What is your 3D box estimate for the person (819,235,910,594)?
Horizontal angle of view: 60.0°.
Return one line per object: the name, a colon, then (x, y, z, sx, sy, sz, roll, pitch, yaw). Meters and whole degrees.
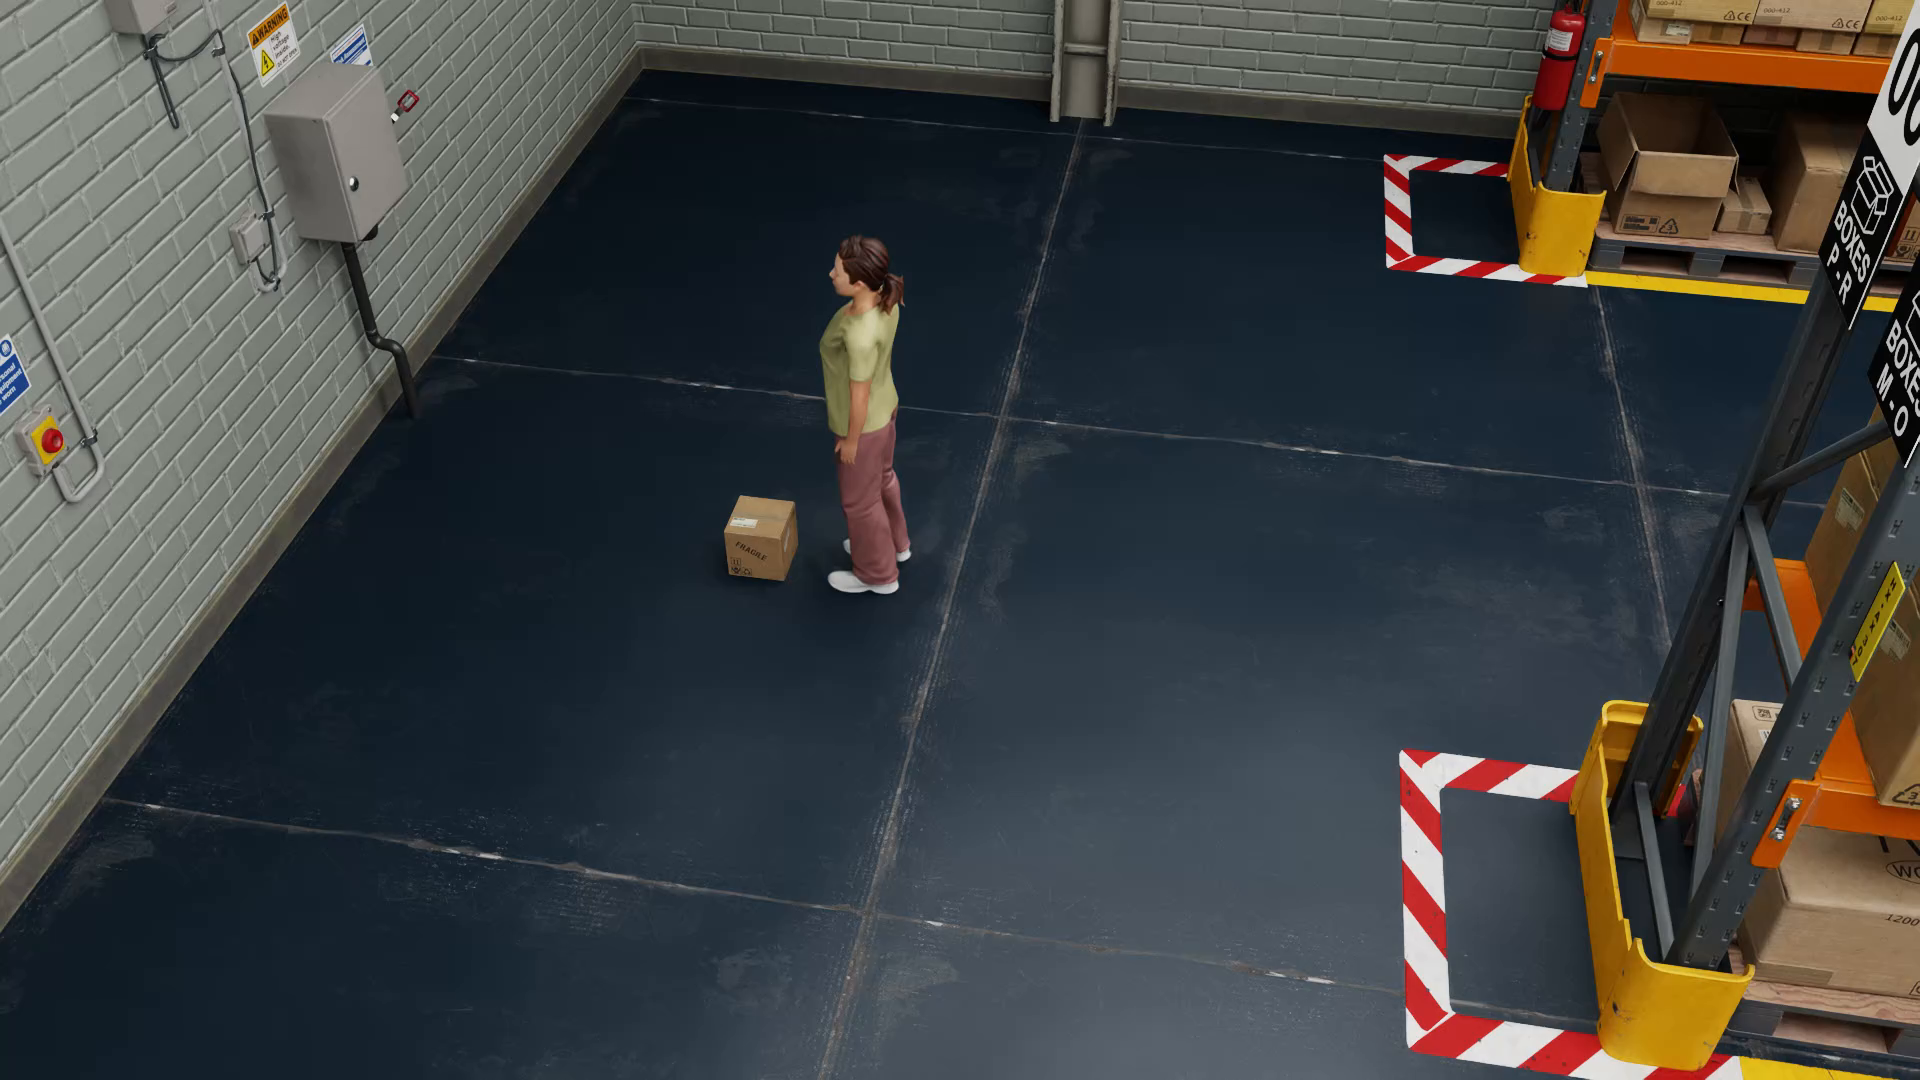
person: (-0.379, -0.485, 6.732, 0.353, 1.675, 0.439, 8, 41, 9)
